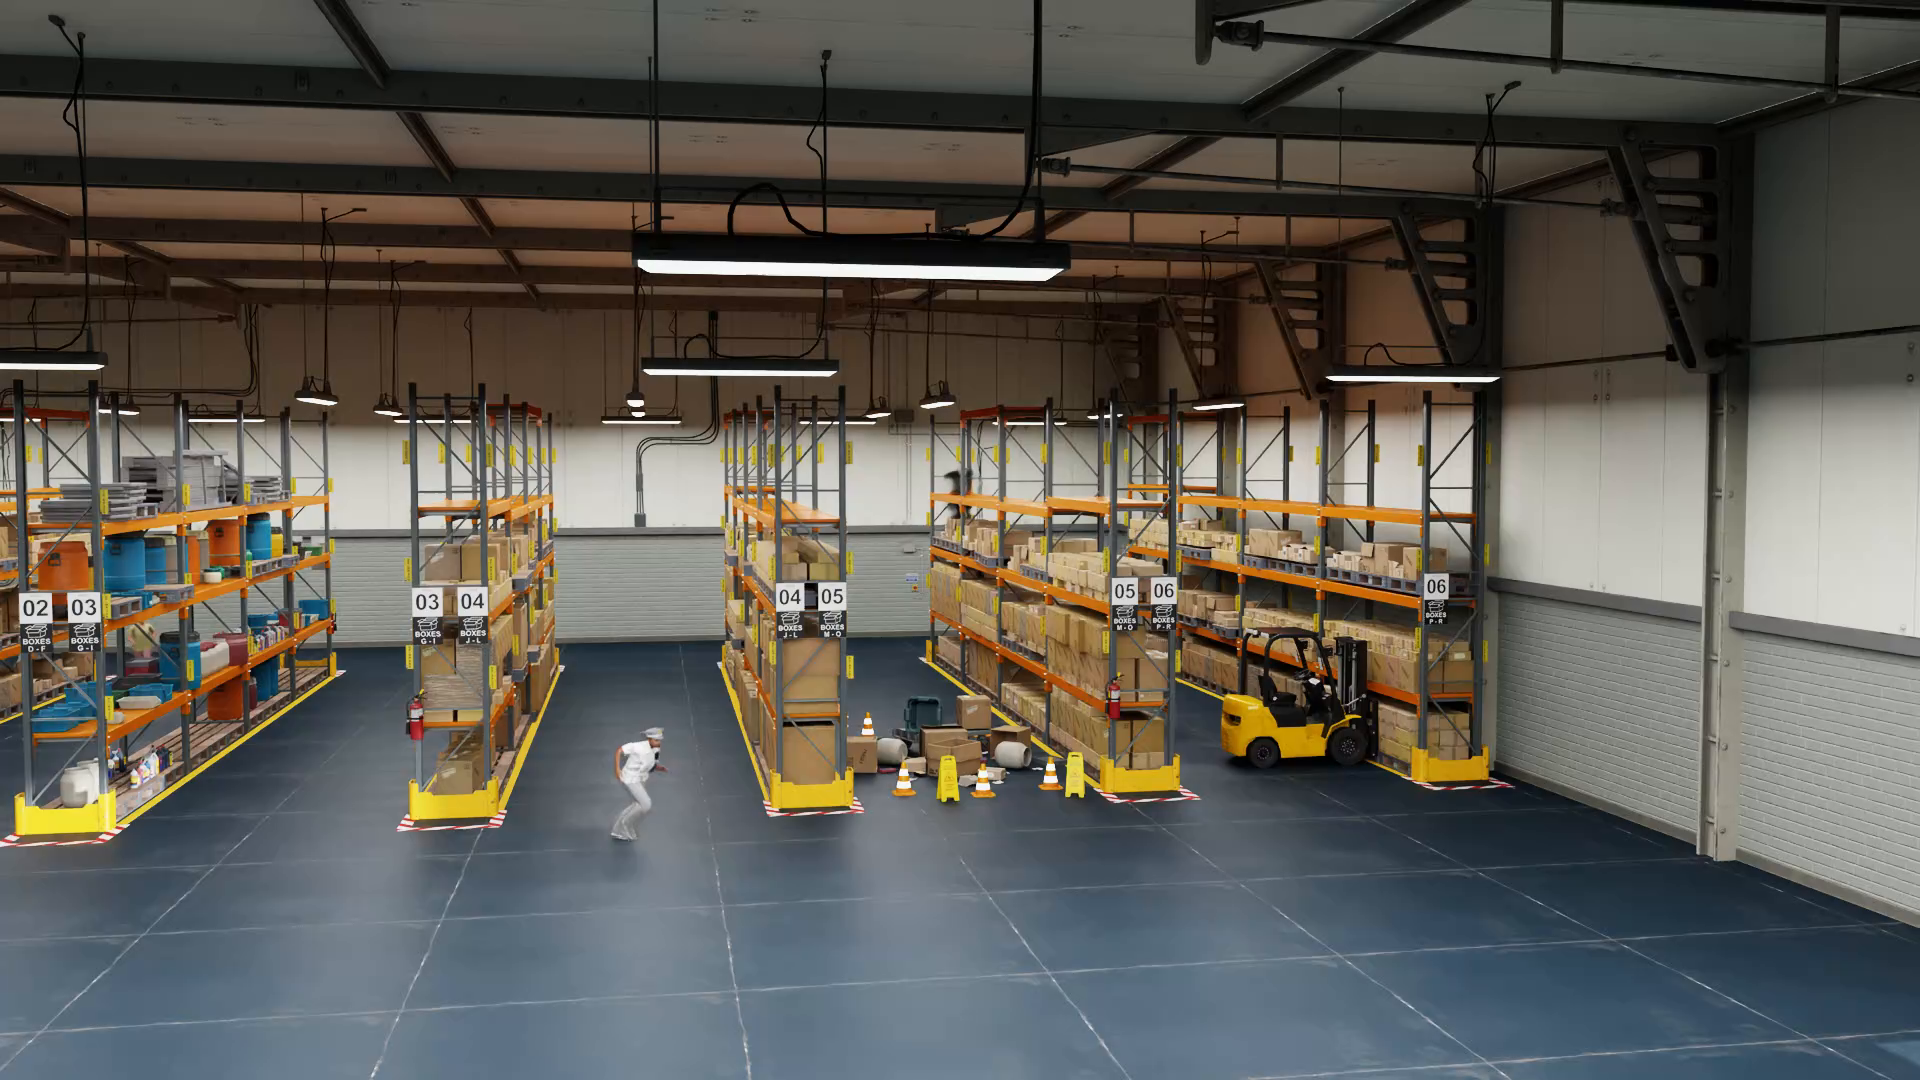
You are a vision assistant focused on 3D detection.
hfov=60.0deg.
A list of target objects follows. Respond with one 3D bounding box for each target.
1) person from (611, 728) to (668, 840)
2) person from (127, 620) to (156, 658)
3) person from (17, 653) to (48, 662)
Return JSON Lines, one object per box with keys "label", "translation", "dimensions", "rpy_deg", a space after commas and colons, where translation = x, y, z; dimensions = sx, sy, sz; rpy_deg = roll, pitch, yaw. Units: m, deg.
{"label": "person", "translation": [-4.179, 3.157, 21.477], "dimensions": [0.896, 1.490, 0.606], "rpy_deg": [1, 3, 27]}
{"label": "person", "translation": [-17.482, 2.371, 35.513], "dimensions": [0.547, 1.674, 0.939], "rpy_deg": [-1, 3, -24]}
{"label": "person", "translation": [-21.366, 2.178, 38.366], "dimensions": [0.911, 1.836, 0.666], "rpy_deg": [1, 3, 12]}
